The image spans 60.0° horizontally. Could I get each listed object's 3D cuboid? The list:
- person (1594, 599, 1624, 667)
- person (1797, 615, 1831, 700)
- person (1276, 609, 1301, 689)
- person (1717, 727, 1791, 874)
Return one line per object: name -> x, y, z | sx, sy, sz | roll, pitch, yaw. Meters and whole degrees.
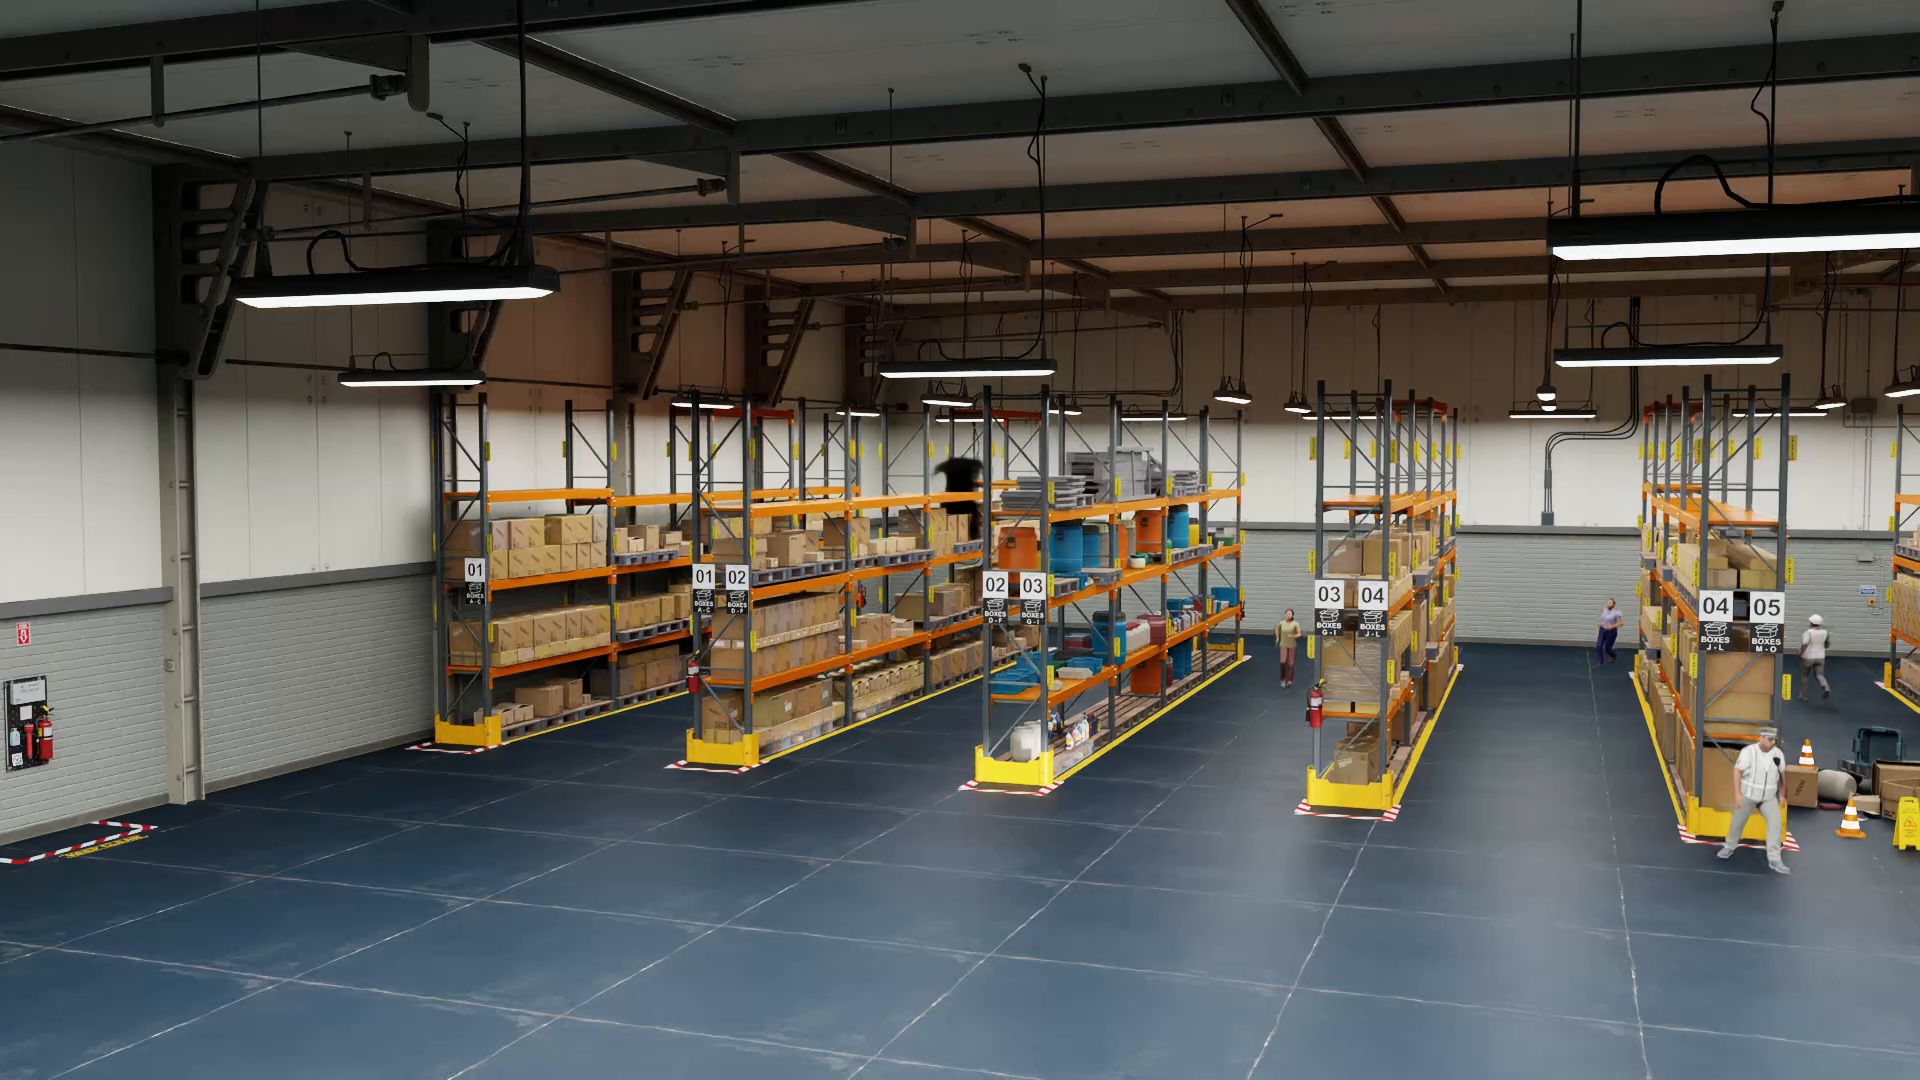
person -> 15.123, 2.169, 38.651 | 0.714, 1.602, 0.649 | -2, 4, -35
person -> 17.030, 2.356, 33.160 | 0.656, 1.749, 0.905 | 0, 3, 0
person -> 6.949, 2.294, 35.194 | 0.530, 1.688, 0.688 | 1, 3, 10
person -> 9.626, 3.080, 20.074 | 0.709, 1.711, 0.902 | 0, 3, 2
